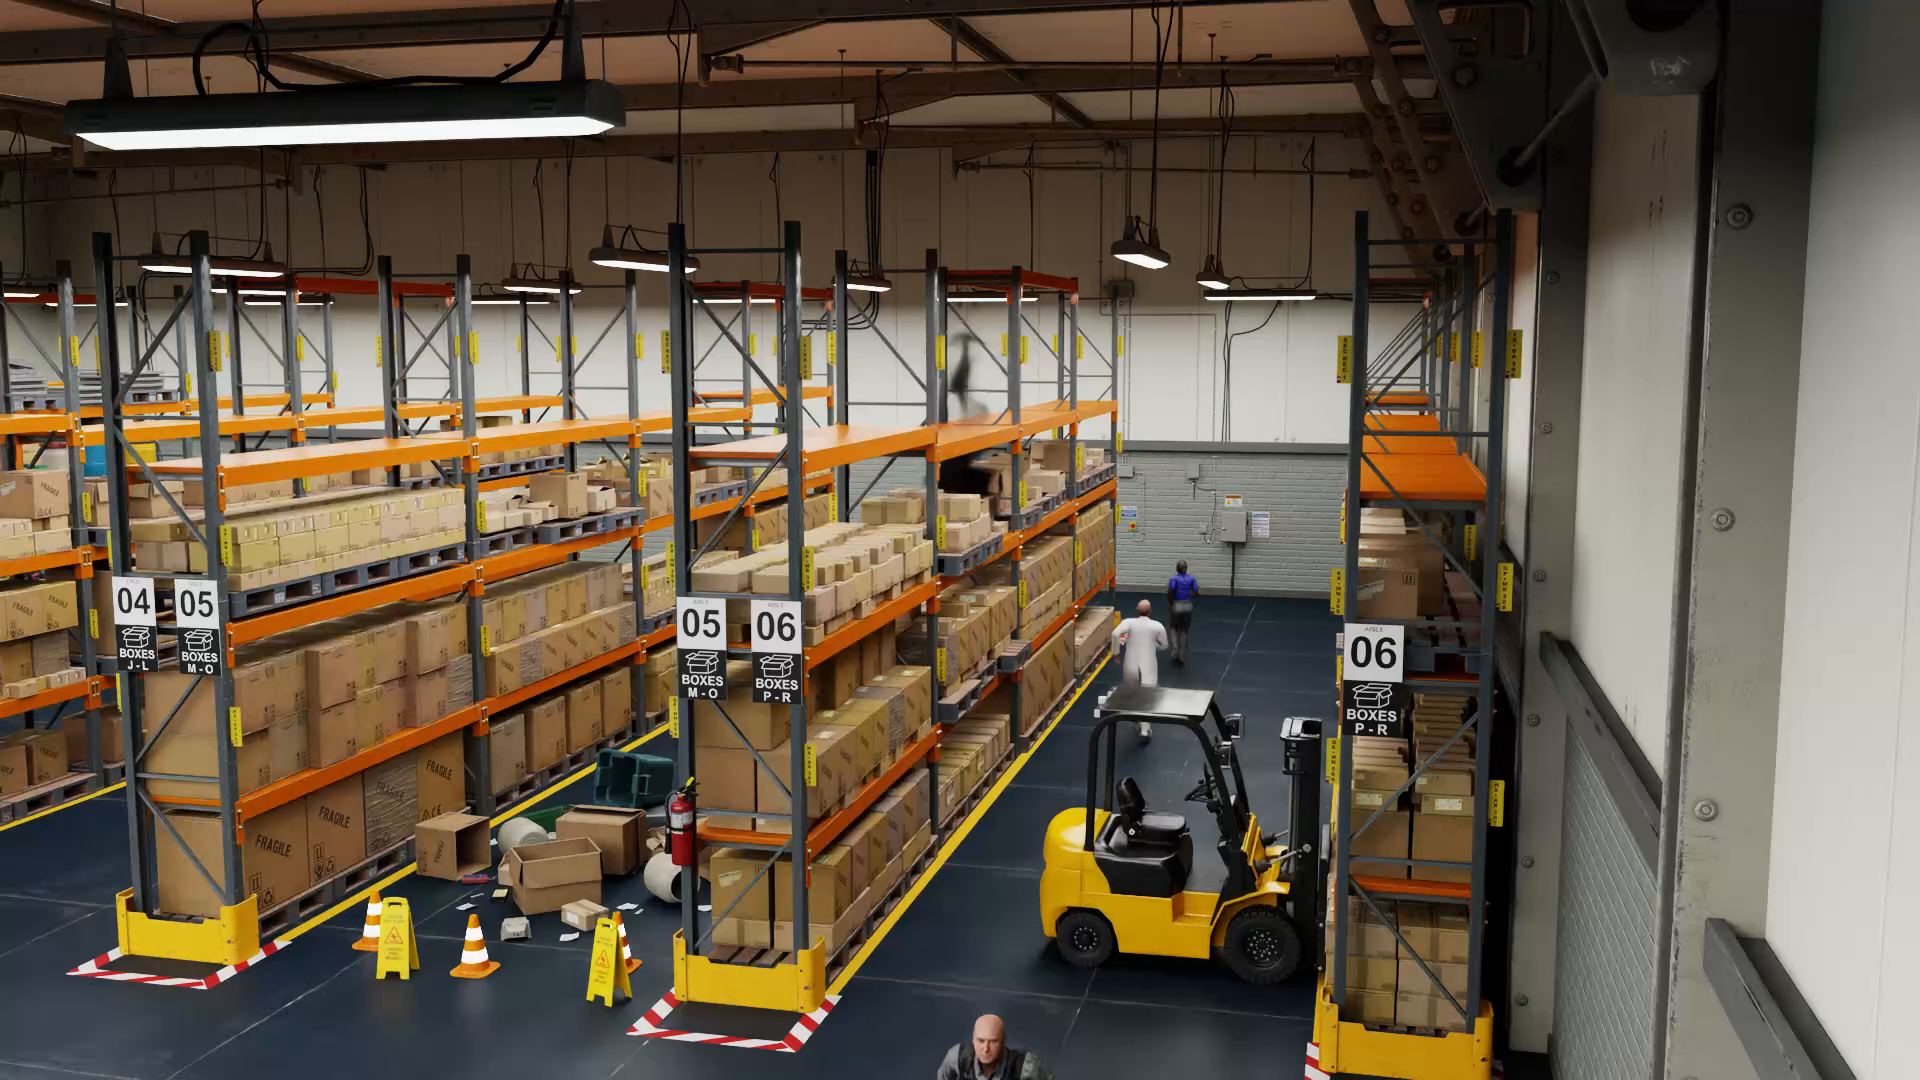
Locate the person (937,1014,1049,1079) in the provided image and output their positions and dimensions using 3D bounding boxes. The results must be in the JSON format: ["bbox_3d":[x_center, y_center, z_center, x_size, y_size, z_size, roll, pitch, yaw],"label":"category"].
[{"bbox_3d":[0.197,3.278,9.027,0.654,1.660,0.777,1,7,7],"label":"person"}]

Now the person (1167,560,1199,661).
[{"bbox_3d":[3.531,1.123,26.630,0.557,1.610,0.569,-1,7,-7],"label":"person"}]

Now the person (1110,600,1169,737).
[{"bbox_3d":[2.320,1.668,21.510,0.724,1.794,0.952,2,7,13],"label":"person"}]
